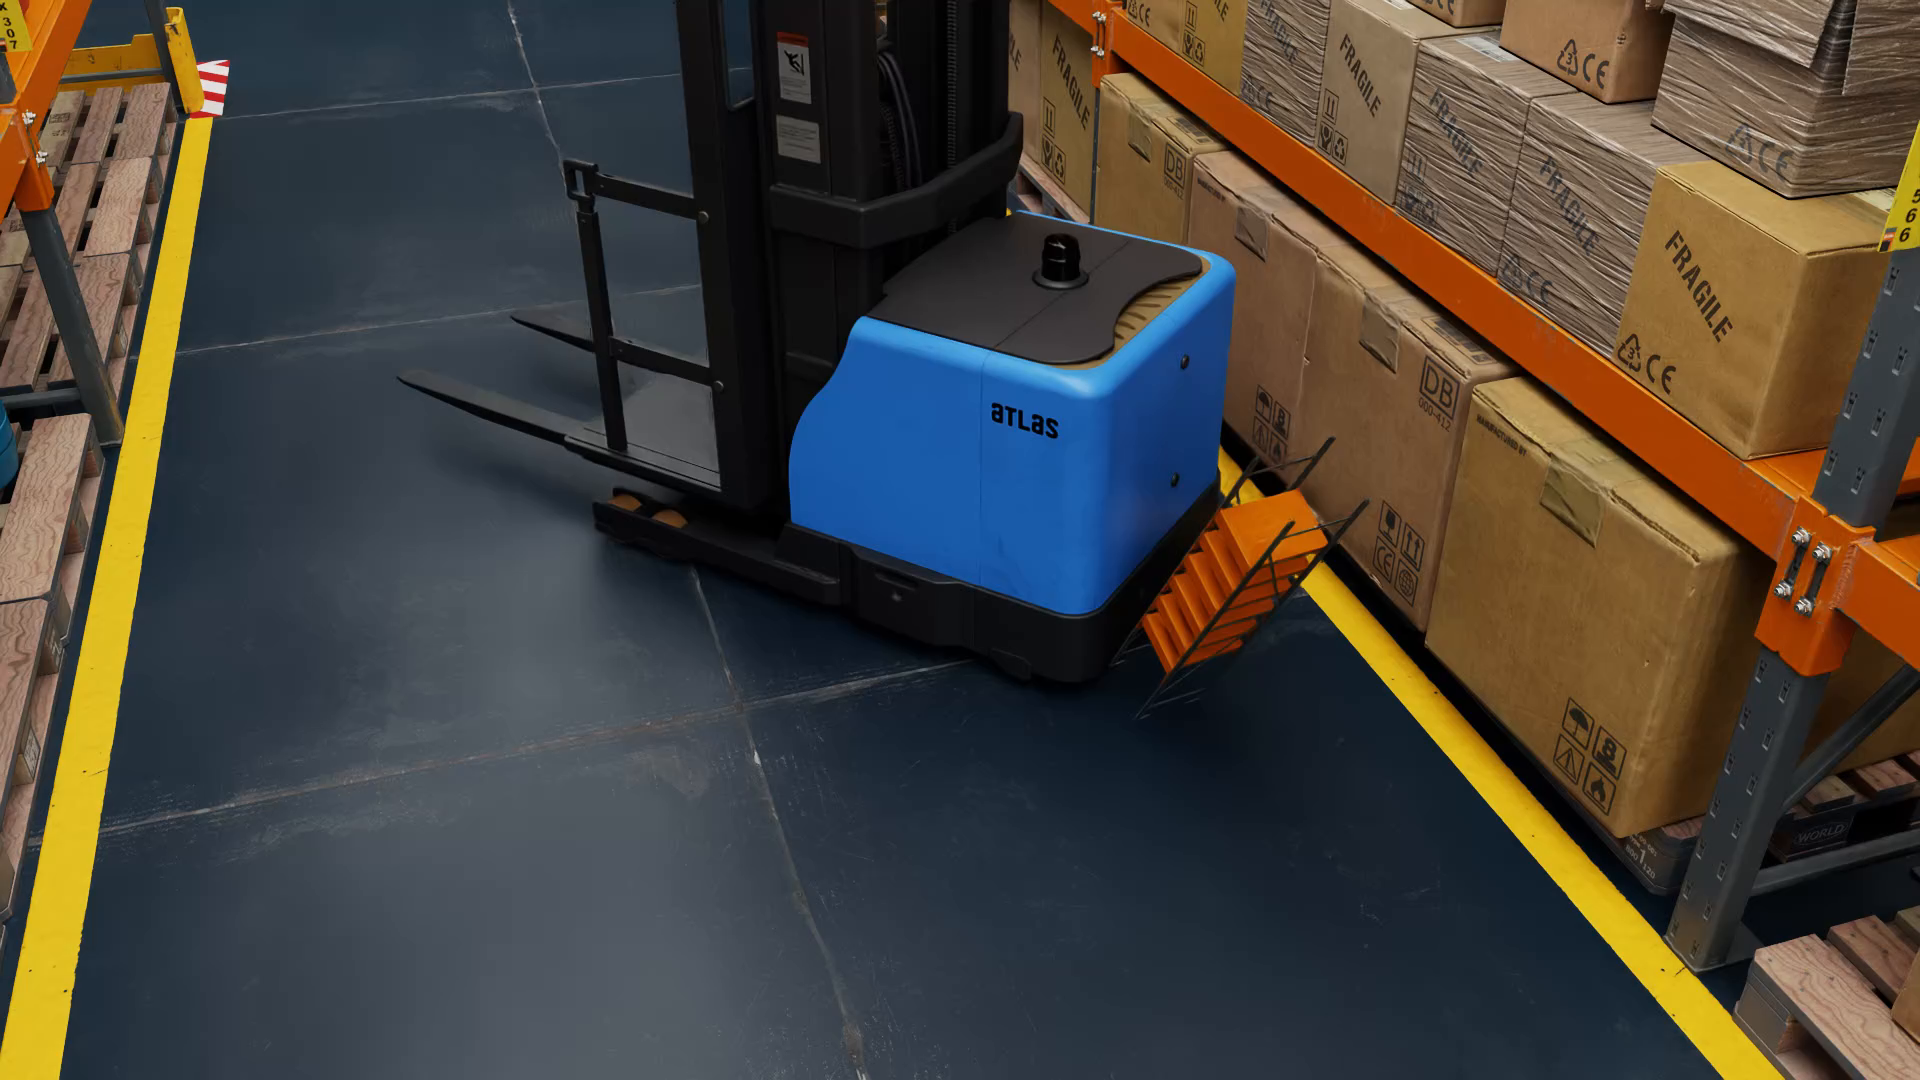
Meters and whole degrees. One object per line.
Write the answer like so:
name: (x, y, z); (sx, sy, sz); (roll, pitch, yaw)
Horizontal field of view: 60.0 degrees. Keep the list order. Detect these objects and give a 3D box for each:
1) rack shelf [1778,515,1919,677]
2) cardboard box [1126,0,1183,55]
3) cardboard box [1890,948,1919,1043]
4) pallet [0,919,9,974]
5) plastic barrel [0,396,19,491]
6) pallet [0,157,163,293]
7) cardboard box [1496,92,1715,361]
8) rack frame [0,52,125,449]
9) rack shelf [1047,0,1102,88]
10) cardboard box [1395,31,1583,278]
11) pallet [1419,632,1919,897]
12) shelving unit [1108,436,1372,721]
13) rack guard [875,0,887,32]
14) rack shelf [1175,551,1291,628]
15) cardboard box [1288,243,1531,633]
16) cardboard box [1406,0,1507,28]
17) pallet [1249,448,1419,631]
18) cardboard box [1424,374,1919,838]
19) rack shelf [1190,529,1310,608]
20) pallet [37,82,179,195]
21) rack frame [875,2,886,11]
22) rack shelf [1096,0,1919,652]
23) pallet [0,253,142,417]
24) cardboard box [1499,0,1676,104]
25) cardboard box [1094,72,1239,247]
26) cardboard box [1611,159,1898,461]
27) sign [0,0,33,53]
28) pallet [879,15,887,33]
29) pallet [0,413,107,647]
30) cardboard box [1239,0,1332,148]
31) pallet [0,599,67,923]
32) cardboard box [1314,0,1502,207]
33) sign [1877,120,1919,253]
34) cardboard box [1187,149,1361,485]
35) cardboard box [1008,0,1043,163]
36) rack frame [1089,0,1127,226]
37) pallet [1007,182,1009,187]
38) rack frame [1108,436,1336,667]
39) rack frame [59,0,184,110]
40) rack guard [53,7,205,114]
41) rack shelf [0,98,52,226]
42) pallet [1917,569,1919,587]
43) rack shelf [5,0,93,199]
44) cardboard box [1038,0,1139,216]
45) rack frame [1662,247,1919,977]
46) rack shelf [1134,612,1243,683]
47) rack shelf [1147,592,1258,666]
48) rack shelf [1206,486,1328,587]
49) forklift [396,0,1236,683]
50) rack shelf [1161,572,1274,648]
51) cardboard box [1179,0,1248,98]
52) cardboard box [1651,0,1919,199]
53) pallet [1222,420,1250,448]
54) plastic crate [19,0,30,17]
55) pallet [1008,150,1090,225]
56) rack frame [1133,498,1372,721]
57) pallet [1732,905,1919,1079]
rack shelf: (2.884, 1.062, 2.075); (1.077, 0.370, 4.000); (-10, 35, -15)
cardboard box: (0.956, -2.147, 6.187); (0.500, 0.500, 0.500); (-10, 35, -15)
cardboard box: (2.497, 0.919, 3.506); (0.700, 0.500, 0.500); (-12, 35, -17)
pallet: (-2.723, 1.301, 3.589); (1.003, 0.211, 1.213); (-10, 35, -15)
plastic barrel: (-3.513, -0.567, 5.409); (0.600, 0.901, 0.708); (-10, 35, -15)
pallet: (-4.300, -1.413, 7.697); (1.003, 0.211, 1.213); (-10, 35, -15)
cardboard box: (1.741, -0.810, 4.164); (0.500, 0.500, 0.500); (-10, 35, -15)
rack frame: (-3.663, -1.555, 5.383); (1.000, 3.000, 0.127); (-10, 35, -15)
rack shelf: (0.444, -3.138, 8.431); (1.077, 0.370, 4.000); (-10, 35, -15)
cardboard box: (1.580, -1.082, 4.576); (0.500, 0.500, 0.500); (-11, 35, -16)
pallet: (2.105, 0.449, 4.880); (1.003, 0.211, 1.213); (-10, 35, -15)
shelving unit: (0.718, 0.141, 4.504); (0.258, 1.200, 0.189); (-15, 66, -21)
rack guard: (-0.174, -3.458, 10.530); (1.175, 0.500, 0.348); (-10, 35, -15)
rack shelf: (0.734, 0.105, 4.439); (0.258, 0.103, 0.180); (-15, 66, -21)
cardboard box: (1.819, -0.412, 5.199); (1.225, 0.875, 0.875); (-10, 35, -15)
cardboard box: (1.659, -1.829, 4.796); (0.797, 0.503, 0.637); (-9, 34, -13)
pallet: (1.737, -0.191, 5.847); (1.003, 0.211, 1.213); (-10, 35, -15)
cardboard box: (2.083, 0.057, 4.489); (1.225, 0.875, 0.875); (-12, 35, -17)
rack shelf: (0.760, 0.047, 4.337); (0.258, 0.103, 0.180); (-15, 66, -21)
pallet: (-4.669, -2.053, 8.665); (1.003, 0.211, 1.213); (-10, 35, -15)
rack frame: (-0.166, -4.488, 9.822); (1.000, 3.000, 0.127); (-10, 35, -15)
rack shelf: (1.664, -1.038, 5.253); (1.077, 0.370, 4.000); (-10, 35, -15)
pallet: (-3.924, -0.772, 6.726); (1.003, 0.211, 1.213); (-10, 35, -15)
cardboard box: (1.870, -1.478, 4.265); (0.797, 0.503, 0.637); (-9, 35, -14)
cardboard box: (1.268, -1.344, 6.610); (1.225, 0.875, 0.875); (-10, 35, -15)
cardboard box: (1.888, -0.547, 3.767); (0.500, 0.500, 0.500); (-9, 35, -13)
sign: (-3.139, -1.762, 5.445); (0.100, 0.325, 0.005); (-10, 35, -15)
pallet: (0.152, -2.918, 9.975); (1.003, 0.211, 1.213); (-10, 35, -15)
pallet: (-3.467, 0.020, 5.528); (1.003, 0.211, 1.213); (-10, 35, -15)
cardboard box: (1.263, -1.620, 5.390); (0.500, 0.500, 0.500); (-11, 35, -16)
pallet: (-3.091, 0.662, 4.557); (1.003, 0.211, 1.213); (-10, 35, -15)
cardboard box: (1.425, -1.350, 4.981); (0.500, 0.500, 0.500); (-9, 35, -14)
sign: (1.746, -0.676, 3.002); (0.100, 0.325, 0.005); (-10, 35, -15)
cardboard box: (1.542, -0.875, 5.900); (1.225, 0.875, 0.875); (-11, 35, -16)
cardboard box: (0.654, -2.510, 8.373); (0.875, 0.875, 0.875); (-10, 35, -15)
rack frame: (1.054, -2.388, 6.644); (1.000, 3.000, 0.127); (-10, 35, -15)
pallet: (0.521, -2.279, 9.008); (1.003, 0.211, 1.213); (-10, 35, -15)
rack frame: (0.683, 0.064, 4.538); (0.240, 1.200, 0.006); (-15, 66, -21)
rack frame: (-4.883, -3.656, 8.561); (1.000, 3.000, 0.127); (-10, 35, -15)
rack guard: (-4.903, -2.623, 9.266); (1.175, 0.500, 0.348); (-10, 35, -15)
rack shelf: (-3.053, -0.205, 3.992); (1.077, 0.370, 4.000); (-10, 35, -15)
pallet: (2.593, 0.148, 2.979); (1.213, 0.211, 1.003); (-10, 35, -15)
rack shelf: (-4.273, -2.305, 7.171); (1.077, 0.370, 4.000); (-10, 35, -15)
cardboard box: (0.929, -2.037, 7.658); (0.875, 0.875, 0.875); (-10, 35, -15)
rack frame: (2.274, -0.288, 3.465); (1.000, 3.000, 0.127); (-10, 35, -15)
rack shelf: (0.657, 0.277, 4.746); (0.258, 0.103, 0.180); (-15, 66, -21)
rack shelf: (0.682, 0.220, 4.644); (0.258, 0.103, 0.180); (-15, 66, -21)
rack shelf: (0.786, -0.010, 4.235); (0.258, 0.103, 0.180); (-15, 66, -21)
forklift: (-0.663, -1.389, 5.193); (3.031, 2.935, 1.130); (18, 38, 25)
rack shelf: (0.708, 0.162, 4.541); (0.258, 0.103, 0.180); (-15, 66, -21)
cardboard box: (1.110, -1.883, 5.788); (0.500, 0.500, 0.500); (-10, 35, -15)
cardboard box: (2.066, -1.135, 3.746); (0.797, 0.503, 0.637); (-9, 34, -13)
pallet: (1.361, -0.833, 6.818); (1.003, 0.211, 1.213); (-10, 35, -15)
plastic crate: (-3.696, -2.118, 6.122); (0.402, 0.464, 0.583); (-10, 35, -15)
pallet: (0.896, -1.637, 8.036); (1.003, 0.211, 1.213); (-10, 35, -15)
rack frame: (0.752, 0.218, 4.469); (0.240, 1.200, 0.006); (-15, 66, -21)
pallet: (2.511, 1.286, 3.613); (1.003, 0.211, 1.213); (-10, 35, -15)
